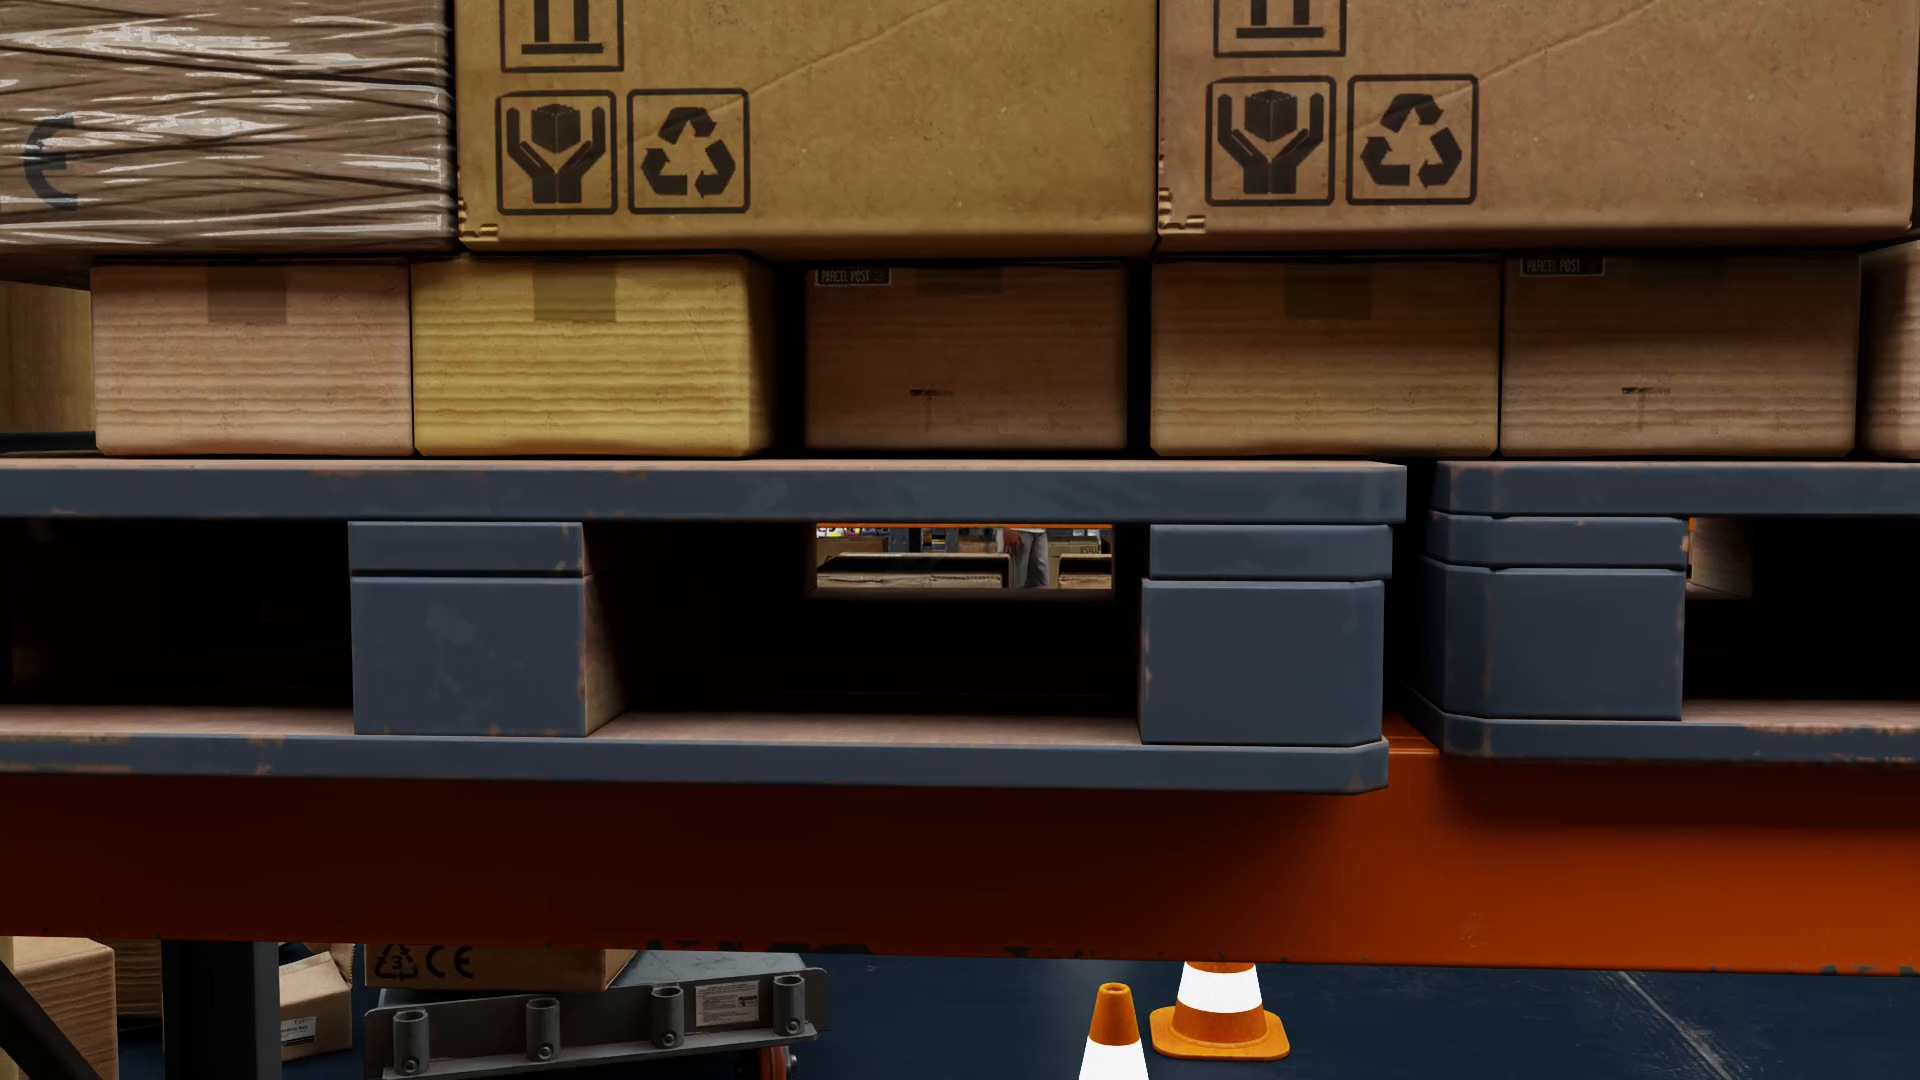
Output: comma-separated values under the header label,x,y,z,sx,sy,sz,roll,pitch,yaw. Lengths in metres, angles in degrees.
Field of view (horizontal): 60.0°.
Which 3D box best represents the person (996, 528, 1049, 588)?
label,x,y,z,sx,sy,sz,roll,pitch,yaw
person,0.313,-0.070,10.206,0.571,1.754,0.603,1,4,18
